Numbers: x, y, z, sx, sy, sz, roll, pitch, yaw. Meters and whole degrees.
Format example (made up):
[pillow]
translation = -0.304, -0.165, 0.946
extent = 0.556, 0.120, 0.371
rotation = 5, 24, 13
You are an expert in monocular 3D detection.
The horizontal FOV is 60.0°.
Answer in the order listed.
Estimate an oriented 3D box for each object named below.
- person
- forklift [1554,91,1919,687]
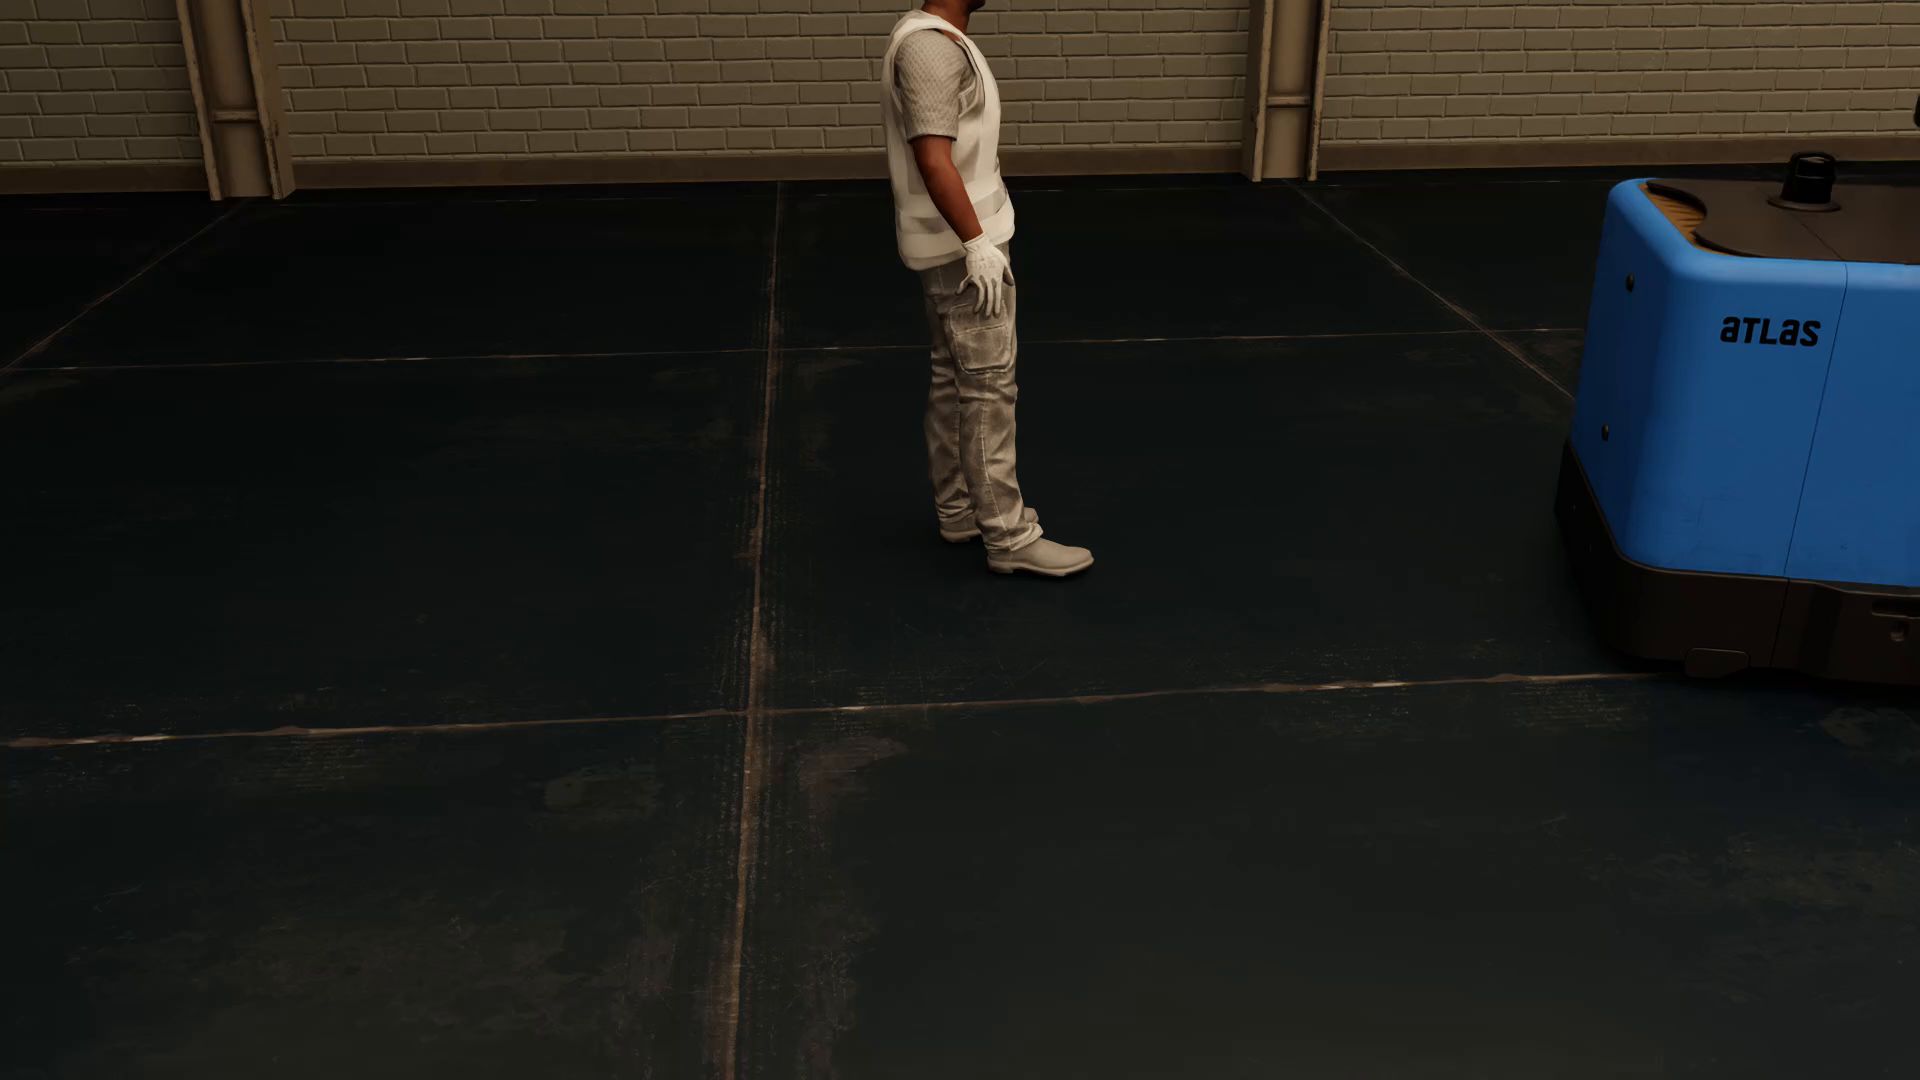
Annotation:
[person]
translation = 0.072, -0.823, 4.639
extent = 0.577, 1.782, 0.656
rotation = -2, 24, -5
[forklift]
translation = 3.204, -1.085, 3.822
extent = 3.031, 2.935, 1.130
rotation = 4, 24, 10
